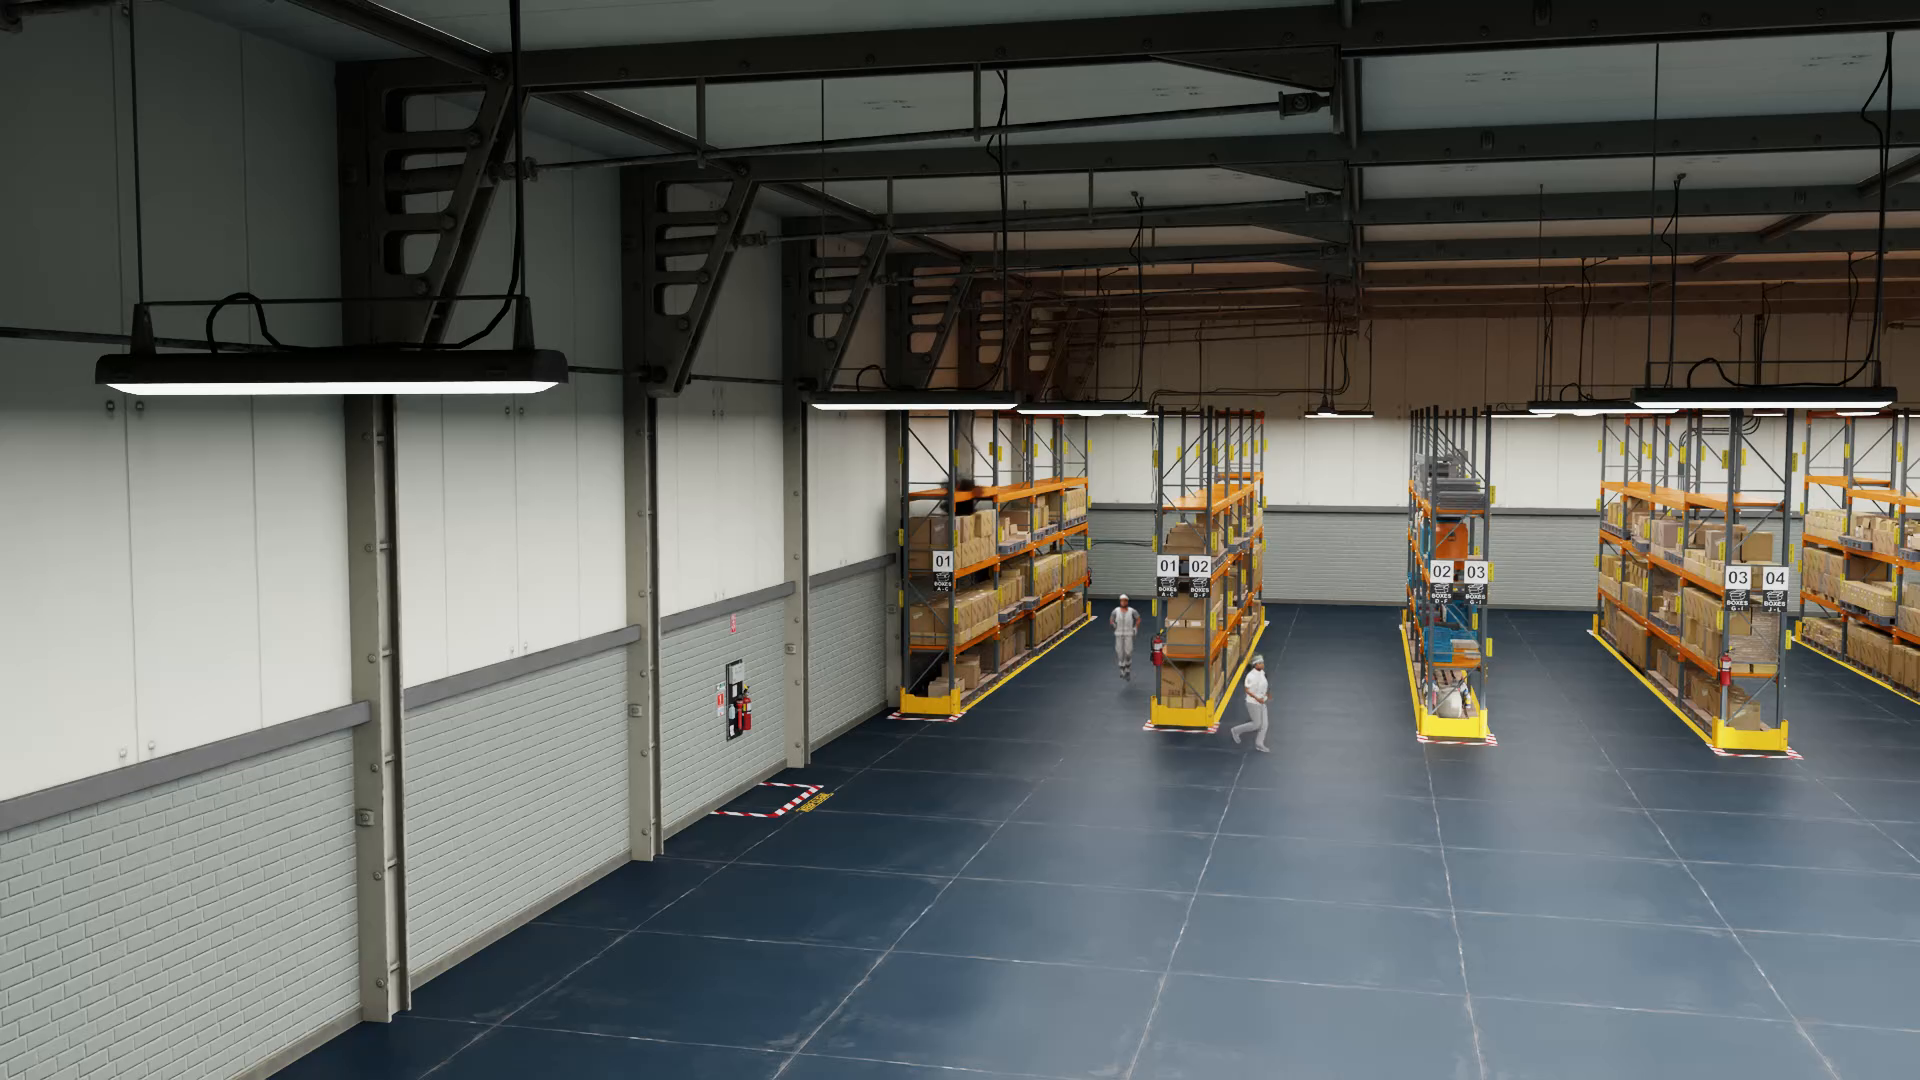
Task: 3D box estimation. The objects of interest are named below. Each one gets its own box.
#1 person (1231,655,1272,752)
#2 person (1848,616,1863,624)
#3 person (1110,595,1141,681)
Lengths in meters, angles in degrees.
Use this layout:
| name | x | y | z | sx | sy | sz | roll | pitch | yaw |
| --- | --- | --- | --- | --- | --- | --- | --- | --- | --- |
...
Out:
| name | x | y | z | sx | sy | sz | roll | pitch | yaw |
| --- | --- | --- | --- | --- | --- | --- | --- | --- | --- |
| person | 5.119 | 2.824 | 28.973 | 0.684 | 1.689 | 0.583 | 3 | 5 | 39 |
| person | 23.723 | 1.670 | 44.196 | 0.777 | 1.826 | 0.685 | 1 | 4 | 13 |
| person | 3.455 | 2.067 | 34.978 | 0.636 | 1.828 | 0.629 | 1 | 4 | 12 |
